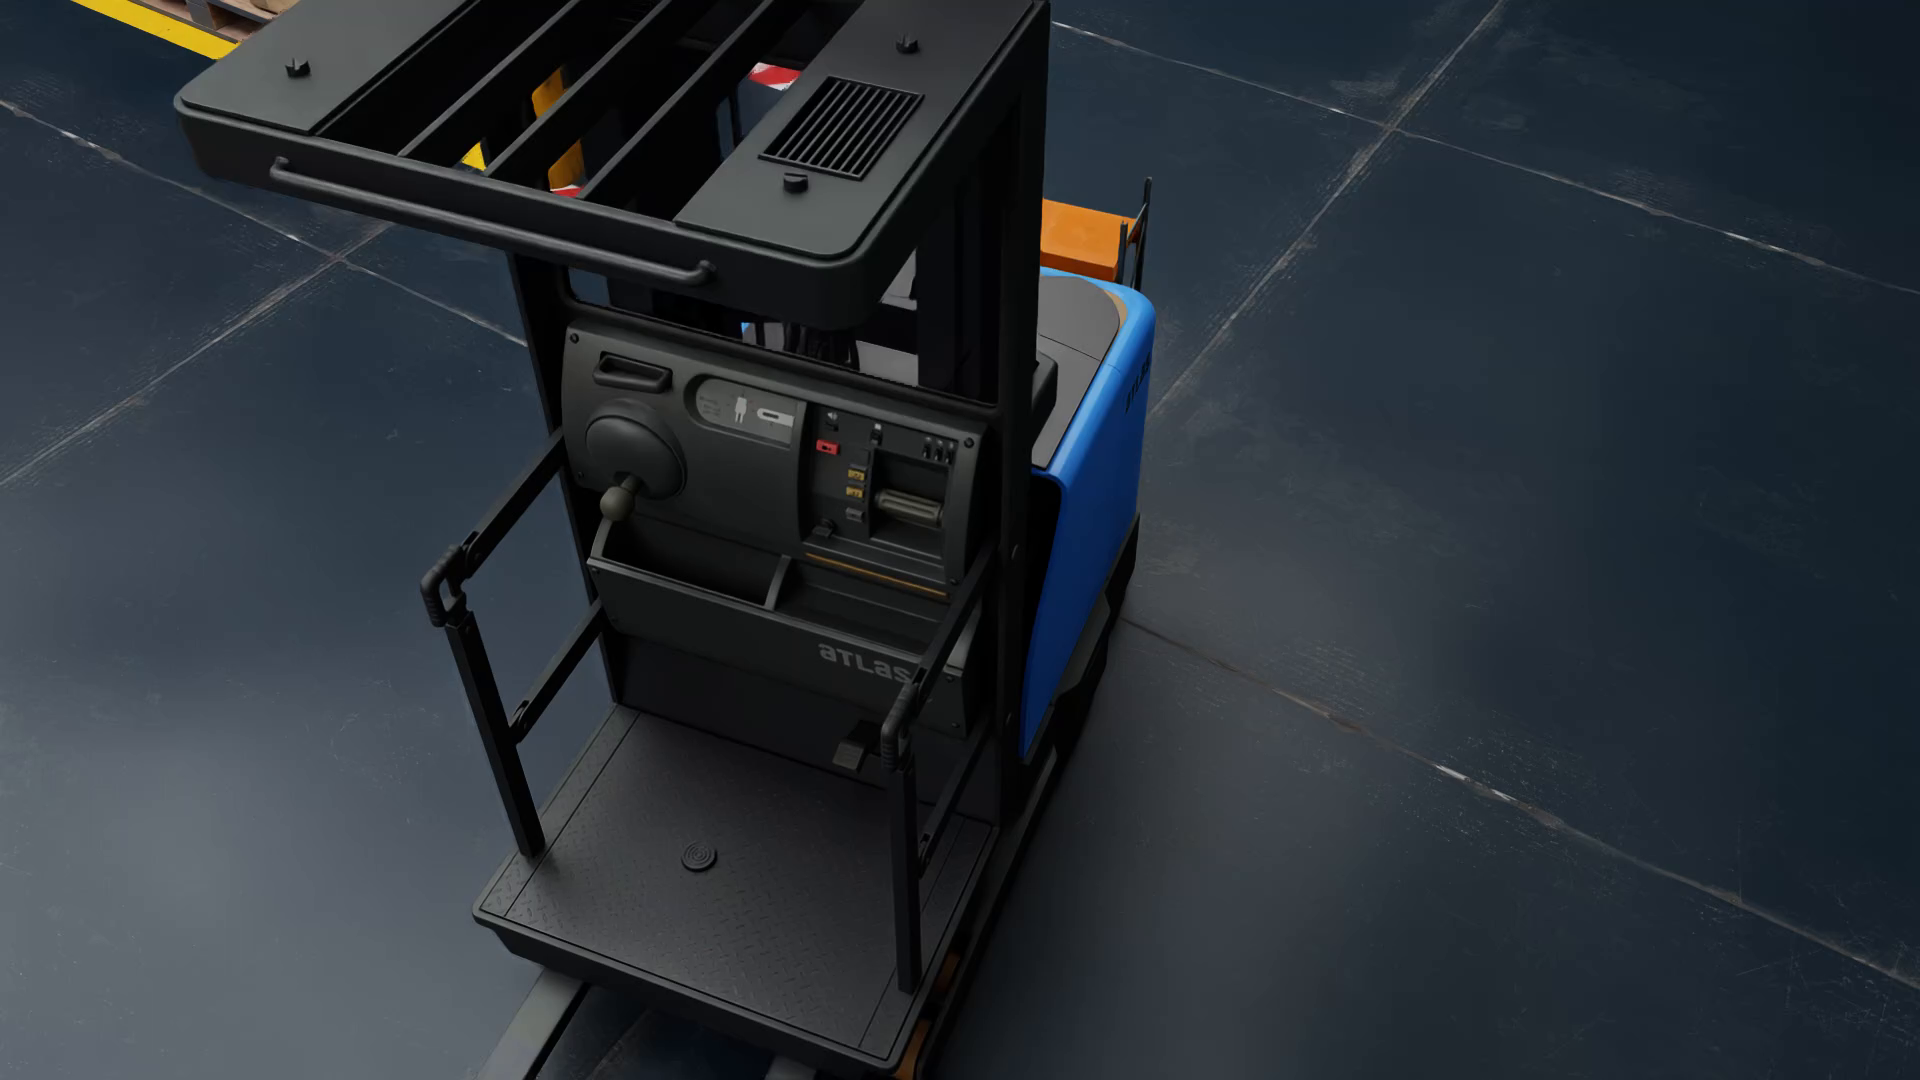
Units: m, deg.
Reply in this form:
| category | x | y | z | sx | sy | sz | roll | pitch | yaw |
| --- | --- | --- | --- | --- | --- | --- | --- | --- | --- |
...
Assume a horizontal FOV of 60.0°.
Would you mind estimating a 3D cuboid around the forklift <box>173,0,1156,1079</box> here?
| category | x | y | z | sx | sy | sz | roll | pitch | yaw |
| --- | --- | --- | --- | --- | --- | --- | --- | --- | --- |
| forklift | -0.477 | -0.073 | 3.277 | 1.130 | 2.935 | 3.031 | 16 | 48 | 15 |

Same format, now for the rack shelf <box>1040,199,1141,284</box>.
| category | x | y | z | sx | sy | sz | roll | pitch | yaw |
| --- | --- | --- | --- | --- | --- | --- | --- | --- | --- |
| rack shelf | 0.246 | -0.829 | 4.669 | 0.480 | 0.148 | 0.258 | 16 | 47 | 15 |

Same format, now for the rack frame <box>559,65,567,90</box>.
| category | x | y | z | sx | sy | sz | roll | pitch | yaw |
| --- | --- | --- | --- | --- | --- | --- | --- | --- | --- |
| rack frame | -1.352 | -2.815 | 5.894 | 0.127 | 3.000 | 1.000 | 25 | 51 | 22 |

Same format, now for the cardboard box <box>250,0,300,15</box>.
| category | x | y | z | sx | sy | sz | roll | pitch | yaw |
| --- | --- | --- | --- | --- | --- | --- | --- | --- | --- |
| cardboard box | -2.726 | -2.458 | 7.158 | 0.500 | 0.250 | 0.500 | 25 | 51 | 22 |

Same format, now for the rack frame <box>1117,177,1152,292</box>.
| category | x | y | z | sx | sy | sz | roll | pitch | yaw |
| --- | --- | --- | --- | --- | --- | --- | --- | --- | --- |
| rack frame | 0.471 | -0.488 | 4.886 | 0.015 | 1.200 | 0.240 | 16 | 47 | 15 |

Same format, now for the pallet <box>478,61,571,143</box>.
| category | x | y | z | sx | sy | sz | roll | pitch | yaw |
| --- | --- | --- | --- | --- | --- | --- | --- | --- | --- |
| pallet | -2.088 | -2.181 | 7.222 | 1.213 | 0.211 | 1.003 | 25 | 51 | 22 |

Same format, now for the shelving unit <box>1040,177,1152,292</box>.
| category | x | y | z | sx | sy | sz | roll | pitch | yaw |
| --- | --- | --- | --- | --- | --- | --- | --- | --- | --- |
| shelving unit | 0.244 | -0.552 | 4.947 | 0.503 | 1.200 | 0.258 | 16 | 47 | 15 |

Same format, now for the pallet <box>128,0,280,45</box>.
| category | x | y | z | sx | sy | sz | roll | pitch | yaw |
| --- | --- | --- | --- | --- | --- | --- | --- | --- | --- |
| pallet | -3.111 | -2.654 | 7.682 | 1.213 | 0.211 | 1.003 | 25 | 51 | 22 |

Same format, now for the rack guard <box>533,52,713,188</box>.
| category | x | y | z | sx | sy | sz | roll | pitch | yaw |
| --- | --- | --- | --- | --- | --- | --- | --- | --- | --- |
| rack guard | -1.416 | -1.974 | 6.819 | 0.348 | 0.500 | 1.175 | 25 | 51 | 22 |
